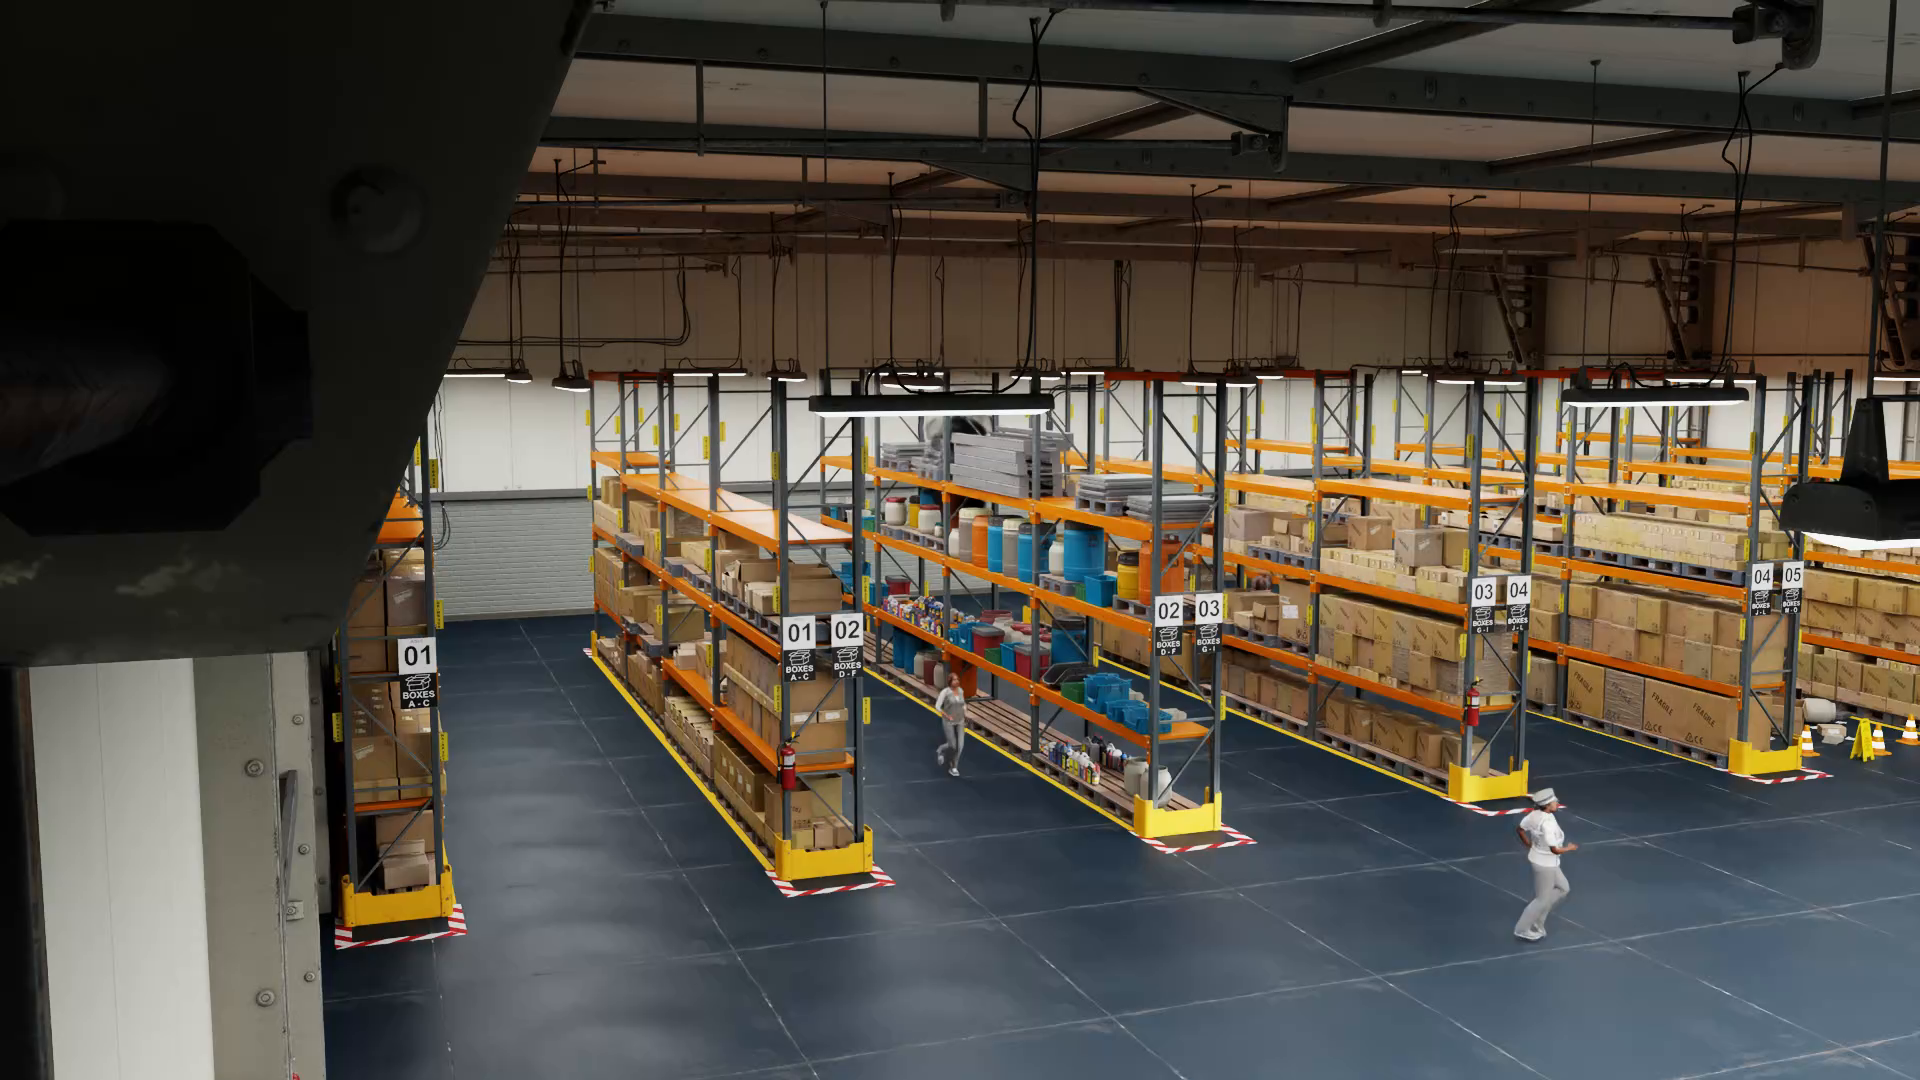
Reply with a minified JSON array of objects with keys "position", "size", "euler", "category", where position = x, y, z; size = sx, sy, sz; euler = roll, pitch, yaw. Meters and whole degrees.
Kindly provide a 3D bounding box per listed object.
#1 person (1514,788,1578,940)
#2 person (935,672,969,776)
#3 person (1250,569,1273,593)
[{"position":[6.330,3.495,17.940],"size":[0.651,1.675,0.544],"euler":[1,6,6],"category":"person"},{"position":[-0.124,2.762,25.103],"size":[0.534,1.553,0.557],"euler":[-4,7,-32],"category":"person"},{"position":[6.564,1.402,36.159],"size":[0.692,1.761,0.965],"euler":[-3,7,-28],"category":"person"}]
